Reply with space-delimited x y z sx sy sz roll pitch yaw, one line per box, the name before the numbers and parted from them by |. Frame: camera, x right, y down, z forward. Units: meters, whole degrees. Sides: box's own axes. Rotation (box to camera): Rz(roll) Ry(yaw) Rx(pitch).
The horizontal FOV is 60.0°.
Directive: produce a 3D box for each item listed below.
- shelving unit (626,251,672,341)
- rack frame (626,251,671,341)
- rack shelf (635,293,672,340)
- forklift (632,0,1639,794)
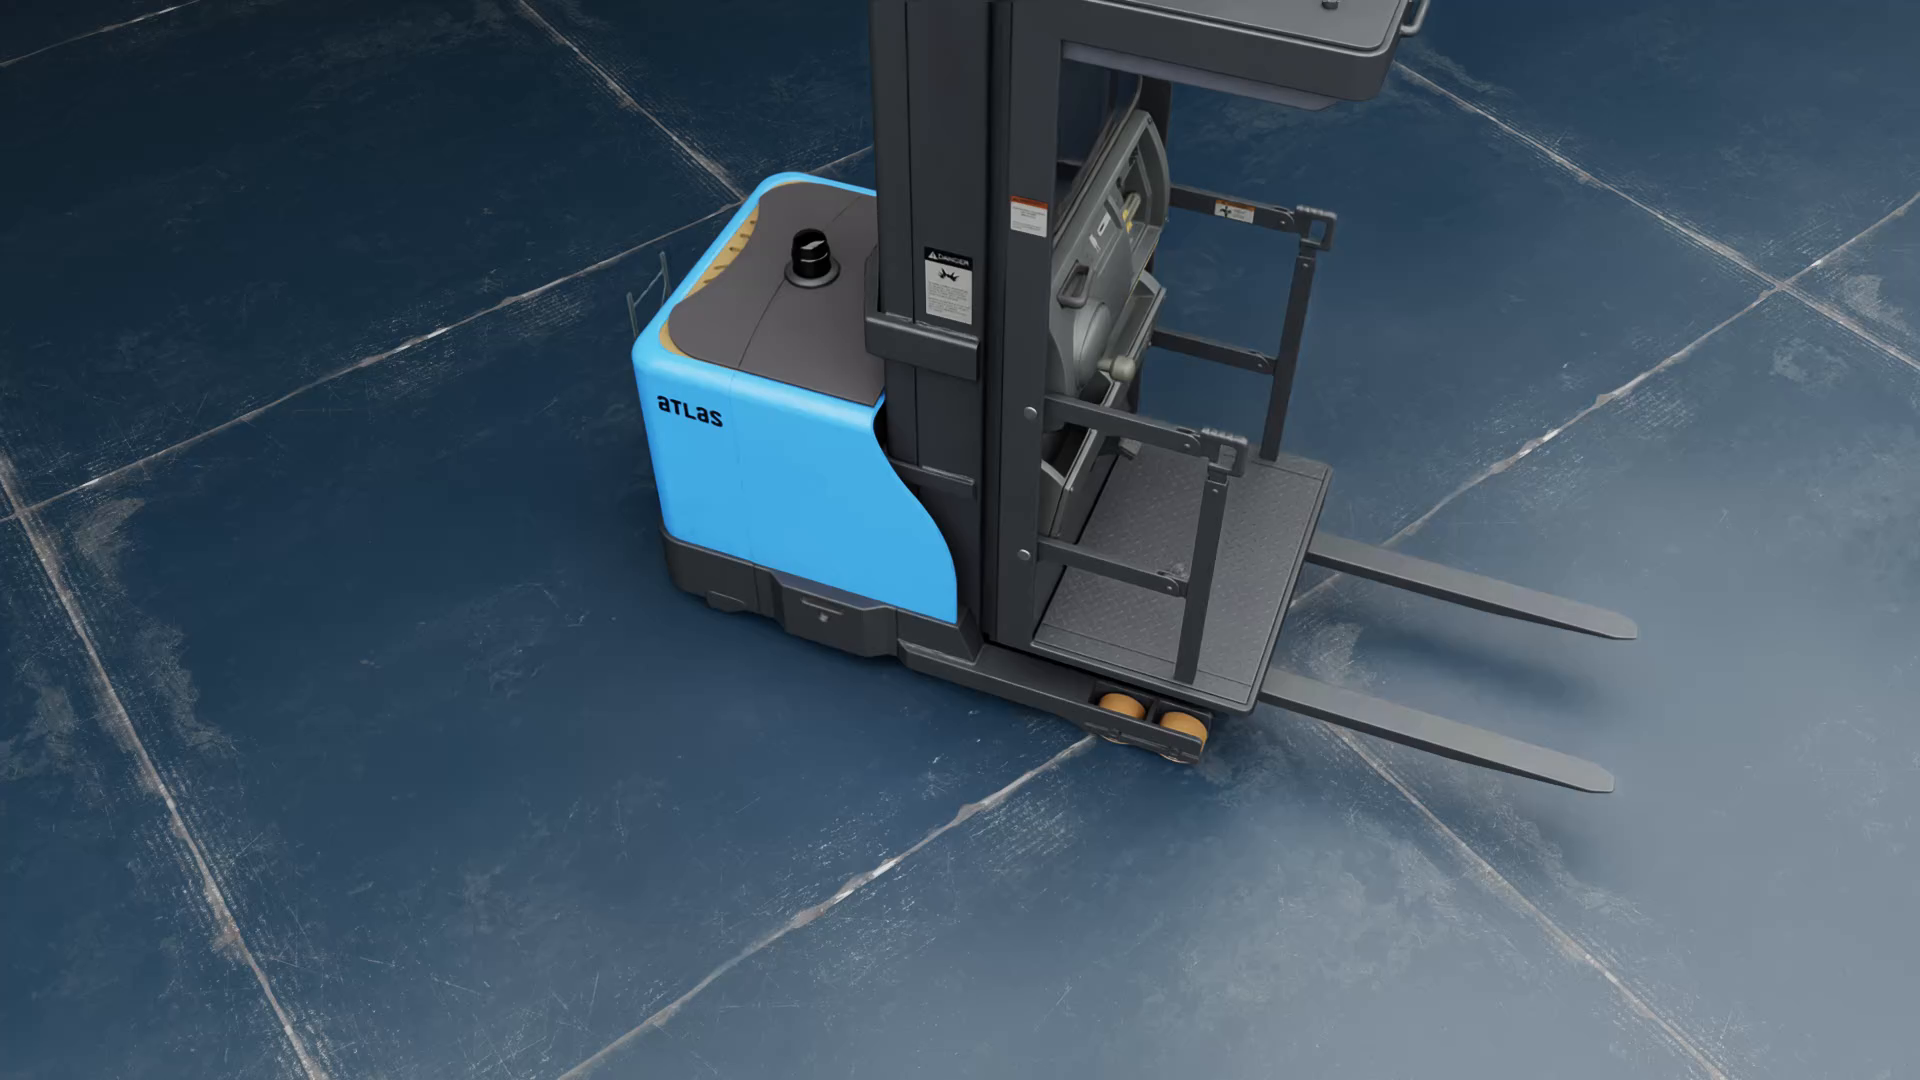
shelving unit | -0.909 -0.522 5.616 0.210 0.900 0.258 16 50 14
rack frame | -1.004 -0.550 5.641 0.006 0.900 0.240 16 50 14
rack shelf | -0.909 -0.681 5.441 0.200 0.077 0.258 16 50 14
forklift | 0.595 -0.747 4.449 3.031 2.935 1.130 16 50 14
